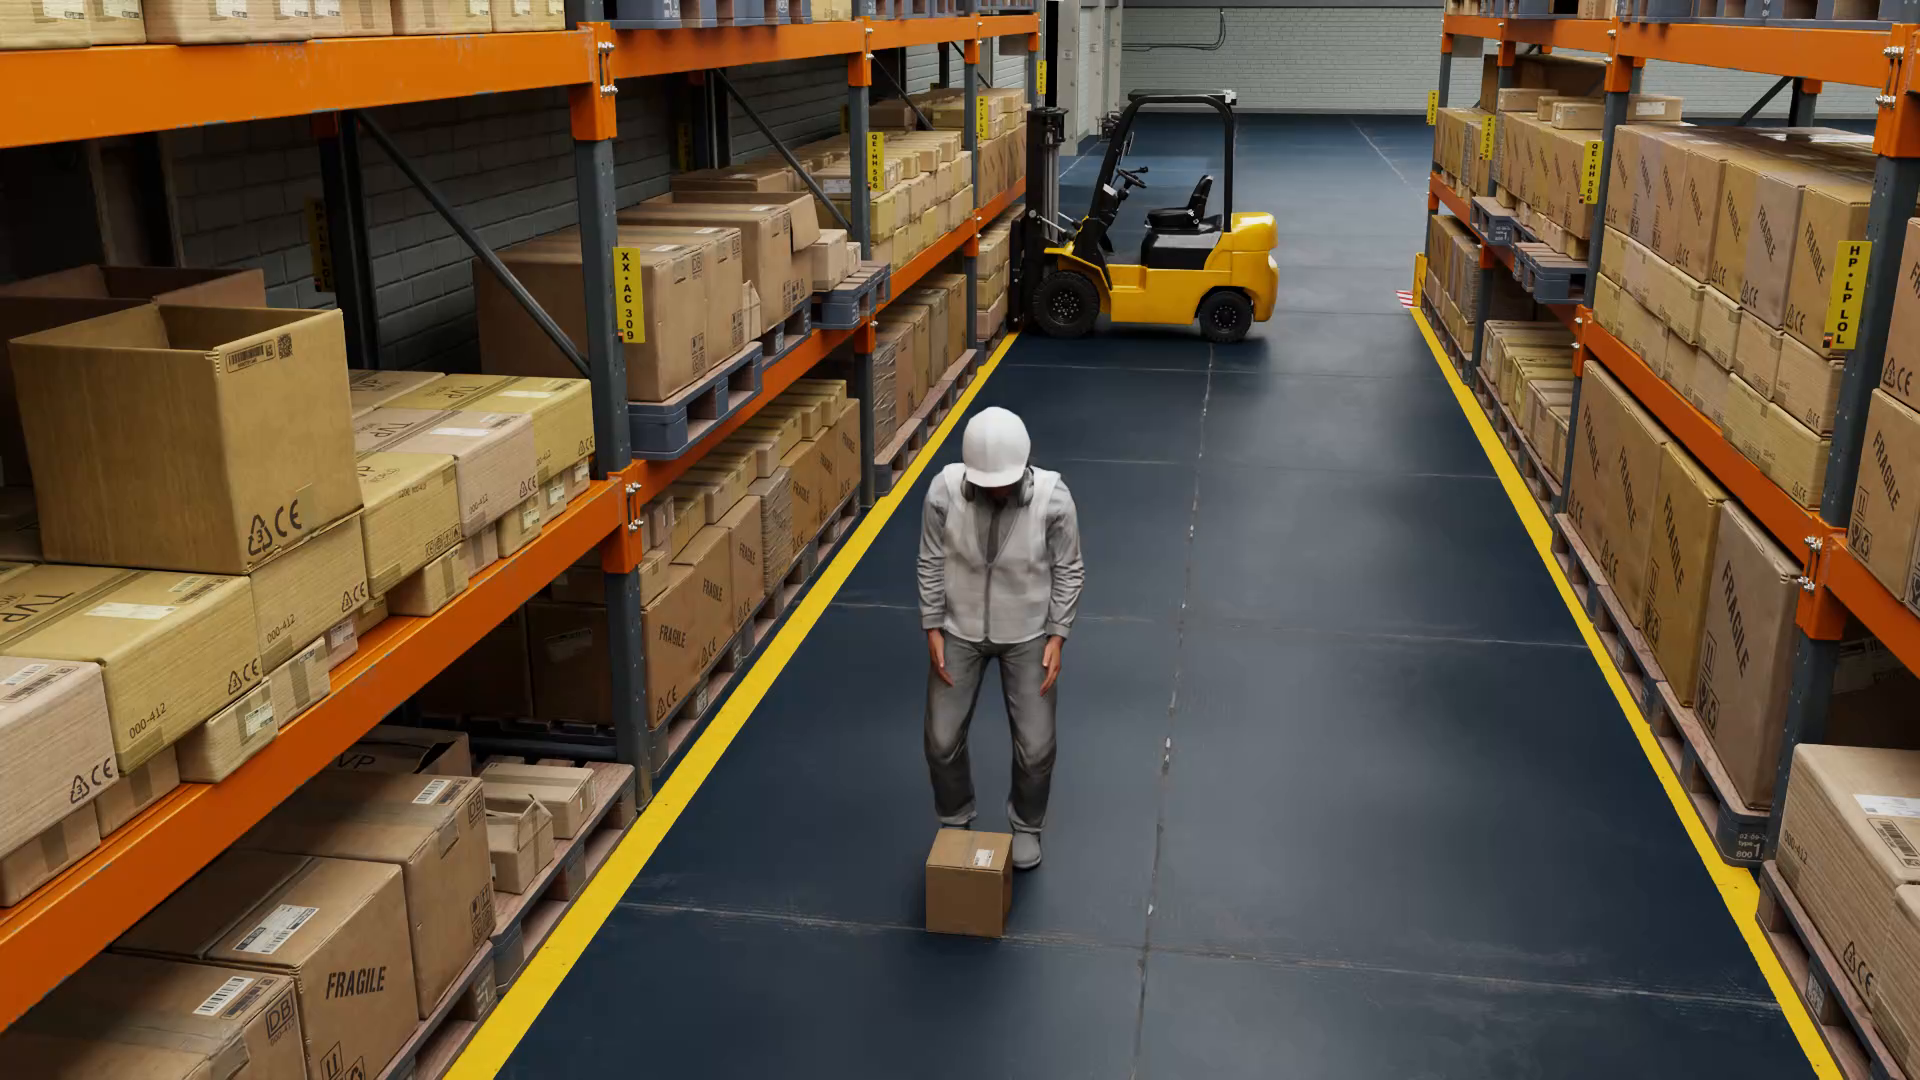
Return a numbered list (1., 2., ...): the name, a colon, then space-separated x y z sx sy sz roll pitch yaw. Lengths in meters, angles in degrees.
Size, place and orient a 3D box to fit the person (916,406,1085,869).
1. person: 0.137 0.325 5.687 0.574 1.665 0.559 3 18 10
